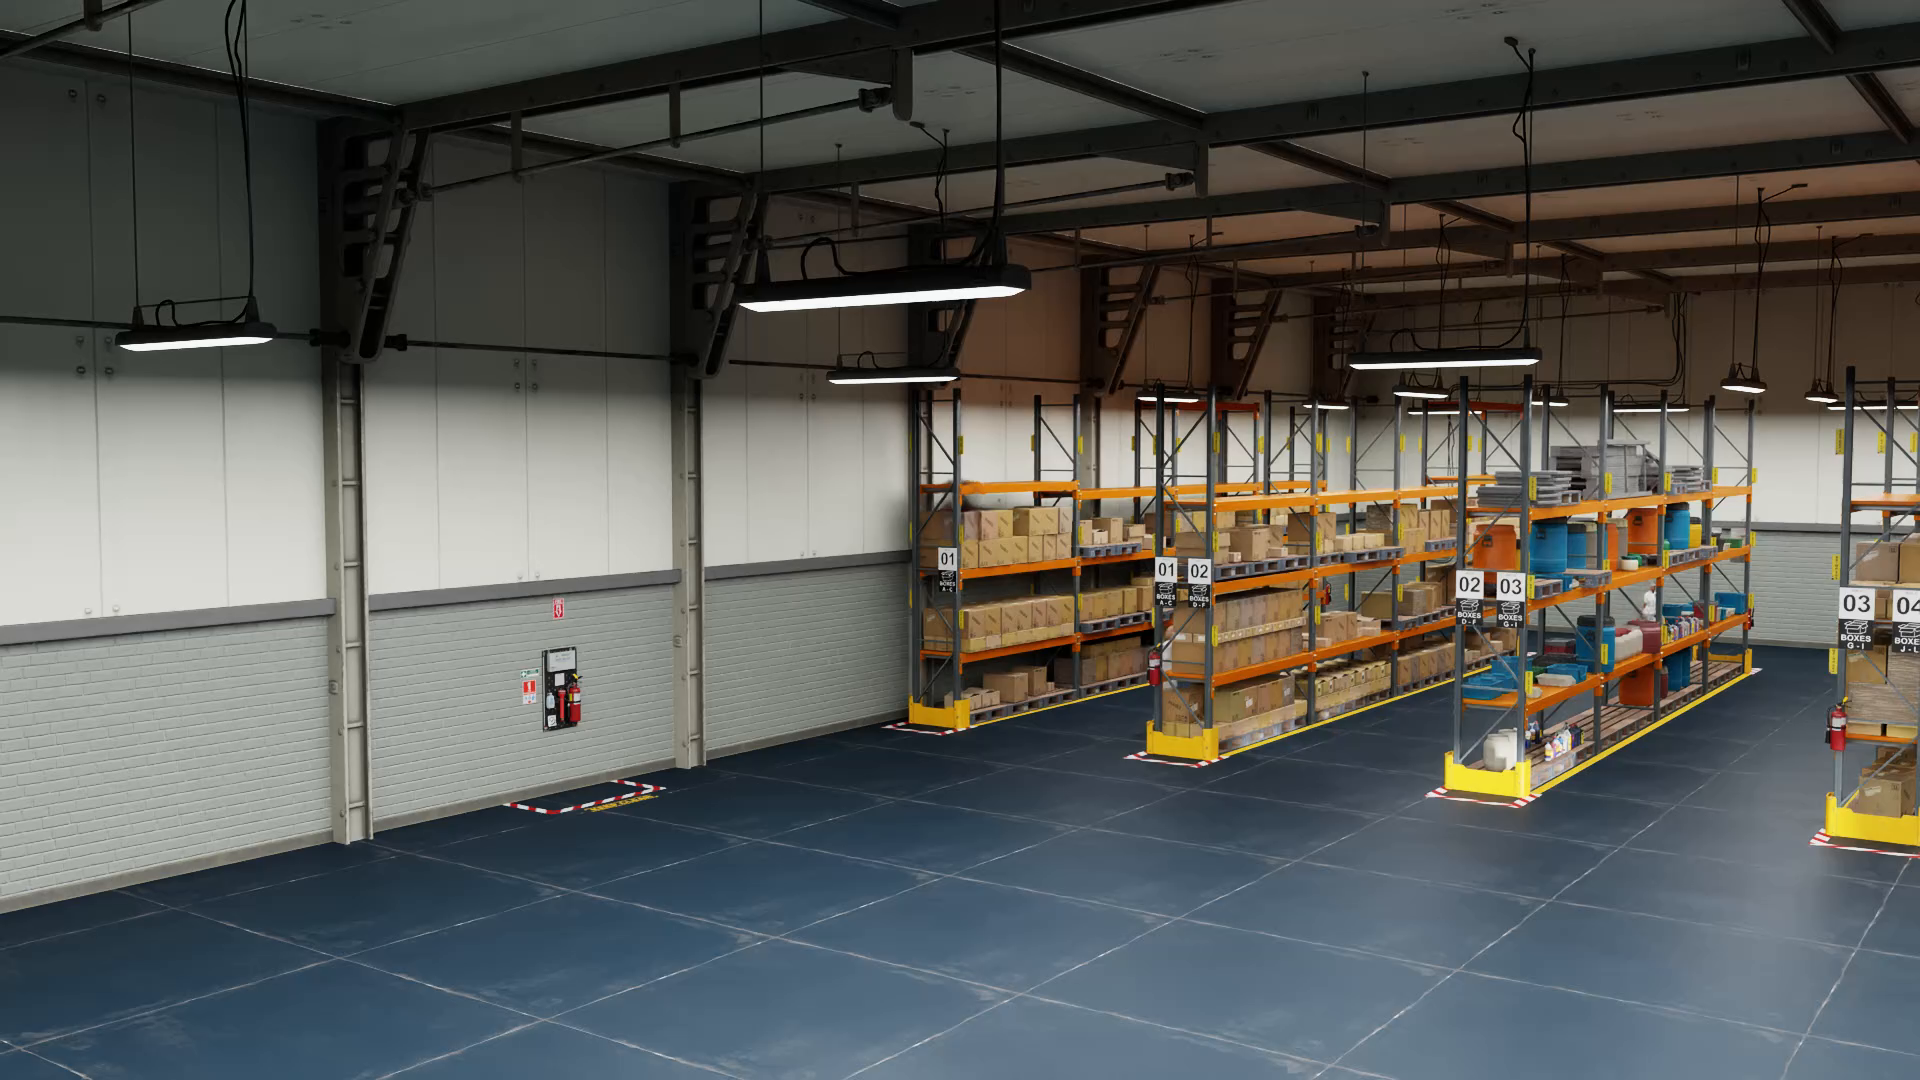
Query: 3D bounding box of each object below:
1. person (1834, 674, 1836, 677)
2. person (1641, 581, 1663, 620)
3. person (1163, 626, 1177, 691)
[{"bbox_3d":[16.377,2.414,30.374,0.707,1.730,1.022,3,4,42],"label":"person"},{"bbox_3d":[16.992,1.826,40.887,0.463,1.673,0.552,-1,3,-18],"label":"person"},{"bbox_3d":[3.684,2.421,29.641,0.381,1.776,0.630,2,4,29],"label":"person"}]
